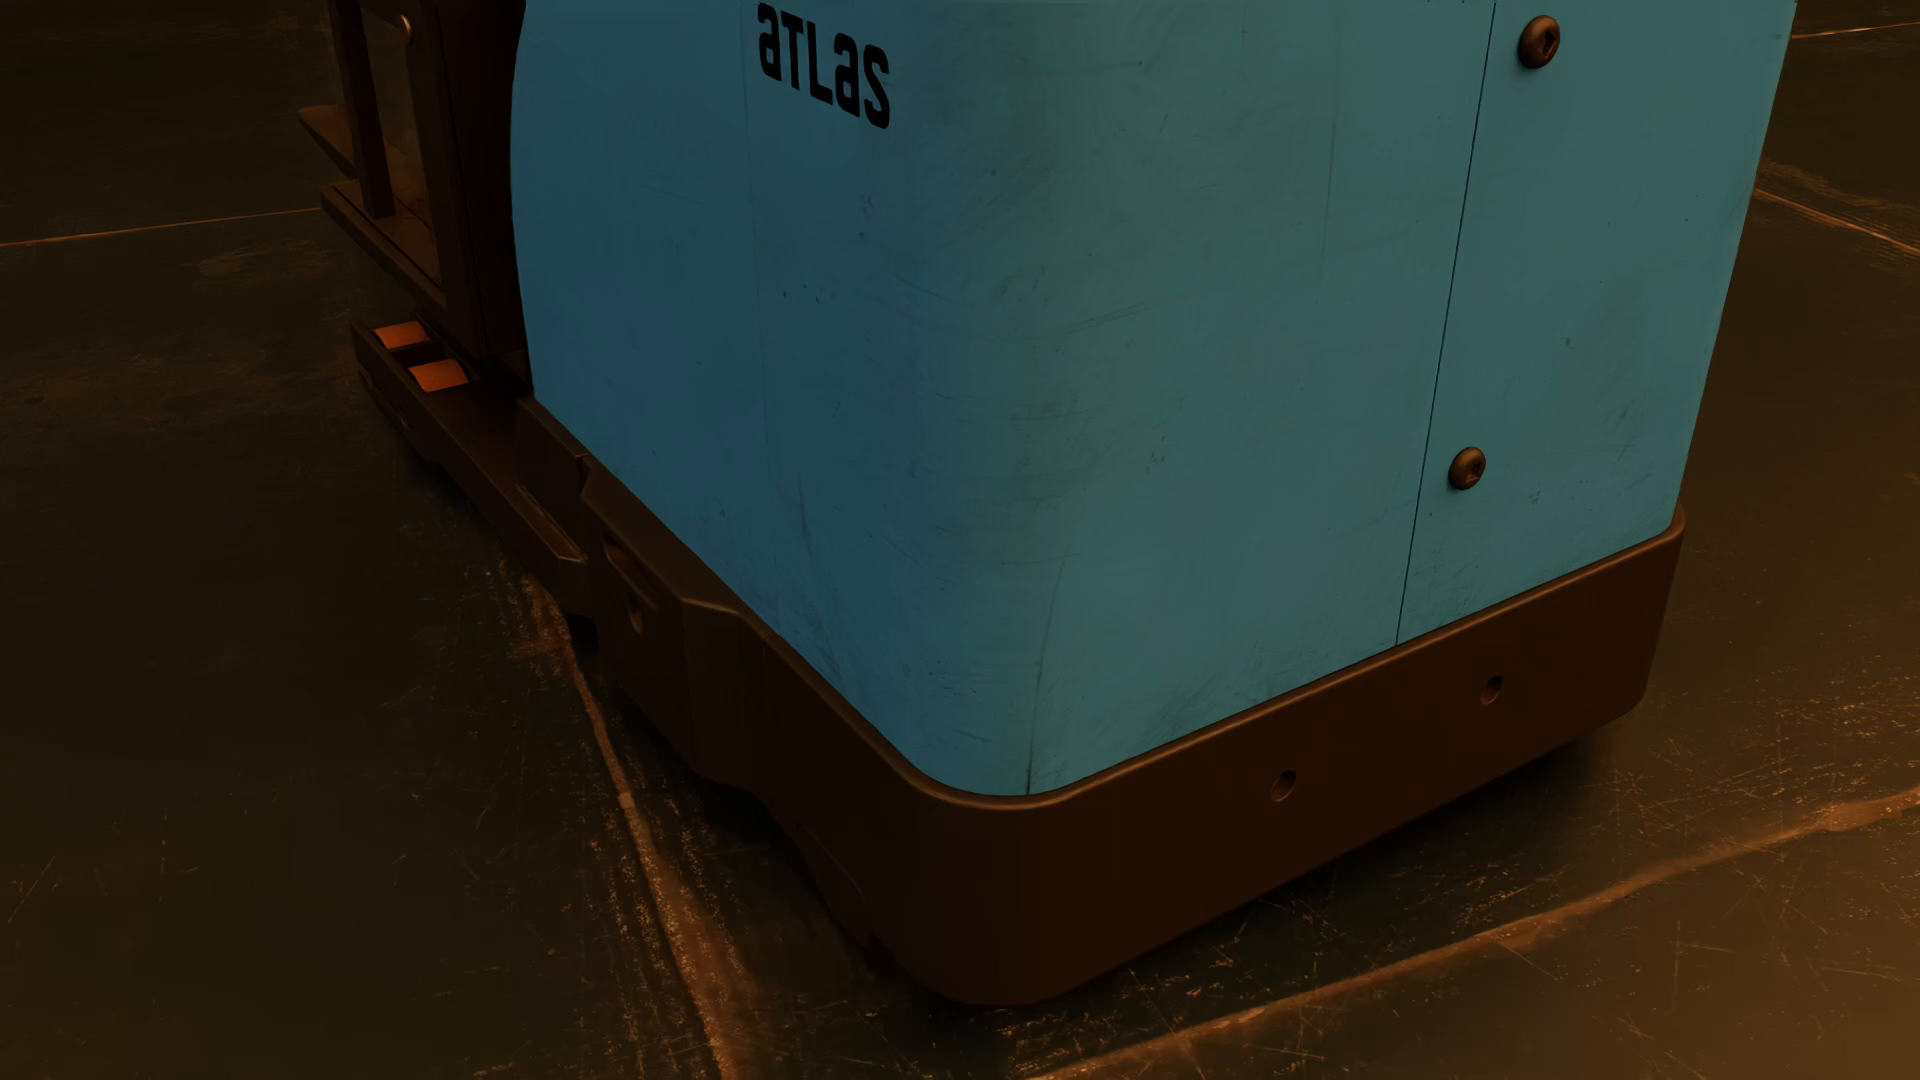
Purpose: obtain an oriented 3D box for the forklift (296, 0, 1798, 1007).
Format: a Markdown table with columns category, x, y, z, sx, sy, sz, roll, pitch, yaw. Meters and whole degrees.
| category | x | y | z | sx | sy | sz | roll | pitch | yaw |
| --- | --- | --- | --- | --- | --- | --- | --- | --- | --- |
| forklift | -0.383 | -1.516 | 2.201 | 1.130 | 2.935 | 3.031 | -18 | 34 | -28 |
